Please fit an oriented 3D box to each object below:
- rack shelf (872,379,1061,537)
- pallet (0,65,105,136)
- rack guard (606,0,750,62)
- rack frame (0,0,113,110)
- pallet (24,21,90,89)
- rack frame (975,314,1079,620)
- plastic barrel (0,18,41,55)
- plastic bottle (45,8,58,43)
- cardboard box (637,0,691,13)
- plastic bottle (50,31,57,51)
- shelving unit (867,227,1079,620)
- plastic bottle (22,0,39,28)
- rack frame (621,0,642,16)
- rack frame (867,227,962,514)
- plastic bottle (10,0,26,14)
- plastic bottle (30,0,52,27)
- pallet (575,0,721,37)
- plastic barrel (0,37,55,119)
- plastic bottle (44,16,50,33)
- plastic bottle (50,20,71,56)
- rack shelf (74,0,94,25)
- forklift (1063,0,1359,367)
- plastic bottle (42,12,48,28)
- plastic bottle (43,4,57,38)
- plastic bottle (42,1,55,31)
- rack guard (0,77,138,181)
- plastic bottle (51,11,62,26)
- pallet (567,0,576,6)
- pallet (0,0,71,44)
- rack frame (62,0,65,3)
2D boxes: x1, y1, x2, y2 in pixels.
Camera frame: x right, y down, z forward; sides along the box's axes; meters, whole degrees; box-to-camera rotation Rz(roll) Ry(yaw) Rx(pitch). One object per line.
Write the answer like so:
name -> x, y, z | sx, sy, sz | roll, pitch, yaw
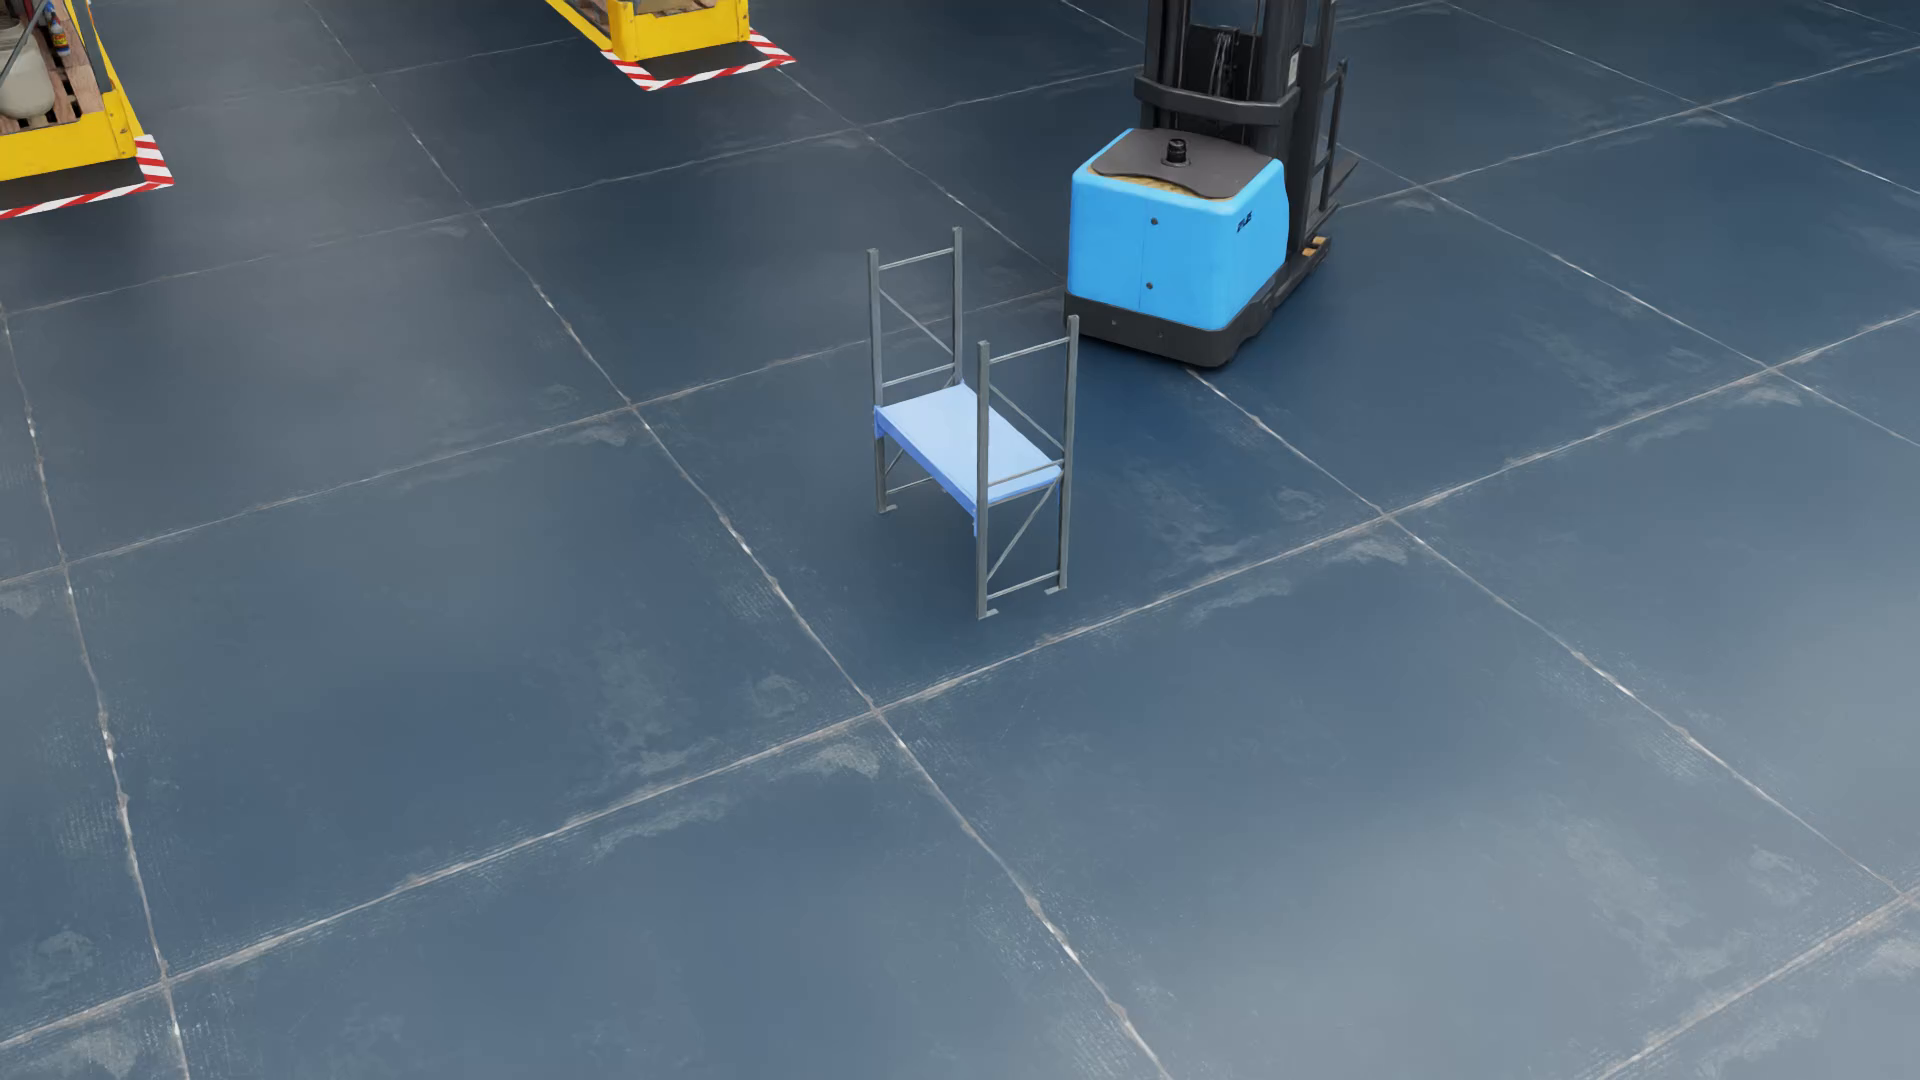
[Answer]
rack shelf -> 0.043, -0.417, 8.082 | 0.538, 0.185, 1.000 | -19, 40, -24
pallet -> -7.118, -3.282, 12.792 | 1.003, 0.211, 1.213 | -19, 40, -24
rack guard -> -2.391, -4.464, 14.166 | 1.175, 0.500, 0.348 | -19, 40, -24
rack frame -> -6.635, -3.967, 11.366 | 1.000, 3.000, 0.127 | -19, 40, -24
pallet -> -7.726, -3.903, 13.643 | 1.003, 0.211, 1.213 | -19, 40, -24
rack frame -> 0.298, -0.303, 7.621 | 0.500, 1.500, 0.032 | -19, 40, -24
plastic barrel -> -7.284, -3.701, 12.755 | 0.421, 0.512, 0.421 | 0, 36, 0
plastic bottle -> -7.449, -4.235, 13.673 | 0.097, 0.271, 0.097 | 0, 36, 0
cardboard box -> -2.652, -4.919, 14.432 | 0.500, 0.500, 0.500 | -12, 38, -16
plastic bottle -> -7.329, -4.085, 13.526 | 0.097, 0.201, 0.097 | 0, 36, 0
shelving unit -> 0.043, -0.562, 7.975 | 0.538, 1.500, 1.048 | -19, 40, -24
plastic bottle -> -7.827, -4.466, 13.979 | 0.061, 0.283, 0.133 | -19, 40, -24
rack frame -> -2.353, -5.435, 13.376 | 1.000, 3.000, 0.127 | -19, 40, -24
rack frame -> -0.213, -0.821, 8.330 | 0.500, 1.500, 0.032 | -19, 40, -24
plastic bottle -> -8.091, -4.687, 14.288 | 0.152, 0.276, 0.135 | -19, 40, -24
plastic bottle -> -7.735, -4.495, 14.025 | 0.152, 0.276, 0.135 | -18, 40, -23
pallet -> -2.768, -4.772, 14.833 | 1.003, 0.211, 1.213 | -19, 40, -24
plastic barrel -> -7.032, -3.445, 12.405 | 0.421, 0.512, 0.421 | 0, 36, 0
plastic bottle -> -7.549, -4.308, 13.832 | 0.097, 0.201, 0.097 | 0, 36, 0
plastic bottle -> -7.277, -4.060, 13.433 | 0.097, 0.271, 0.097 | 0, 36, 0
rack shelf -> -7.640, -4.697, 12.975 | 1.077, 0.370, 4.000 | -19, 40, -24
forklift -> 1.797, -3.044, 10.161 | 1.130, 2.935, 3.031 | 19, 40, 24
plastic bottle -> -7.652, -4.413, 13.976 | 0.097, 0.201, 0.097 | 0, 36, 0
plastic bottle -> -7.499, -4.286, 13.743 | 0.097, 0.271, 0.097 | 0, 36, 0
plastic bottle -> -7.601, -4.389, 13.884 | 0.097, 0.271, 0.097 | 0, 36, 0
rack guard -> -6.714, -2.983, 12.137 | 1.175, 0.500, 0.348 | -19, 40, -24
plastic bottle -> -7.375, -4.186, 13.595 | 0.061, 0.283, 0.133 | -18, 40, -23
pallet -> -3.377, -5.394, 15.684 | 1.003, 0.211, 1.213 | -19, 40, -24
pallet -> -8.343, -4.526, 14.496 | 1.003, 0.211, 1.213 | -19, 40, -24
rack frame -> -8.645, -6.007, 14.159 | 1.000, 3.000, 0.127 | -19, 40, -24
